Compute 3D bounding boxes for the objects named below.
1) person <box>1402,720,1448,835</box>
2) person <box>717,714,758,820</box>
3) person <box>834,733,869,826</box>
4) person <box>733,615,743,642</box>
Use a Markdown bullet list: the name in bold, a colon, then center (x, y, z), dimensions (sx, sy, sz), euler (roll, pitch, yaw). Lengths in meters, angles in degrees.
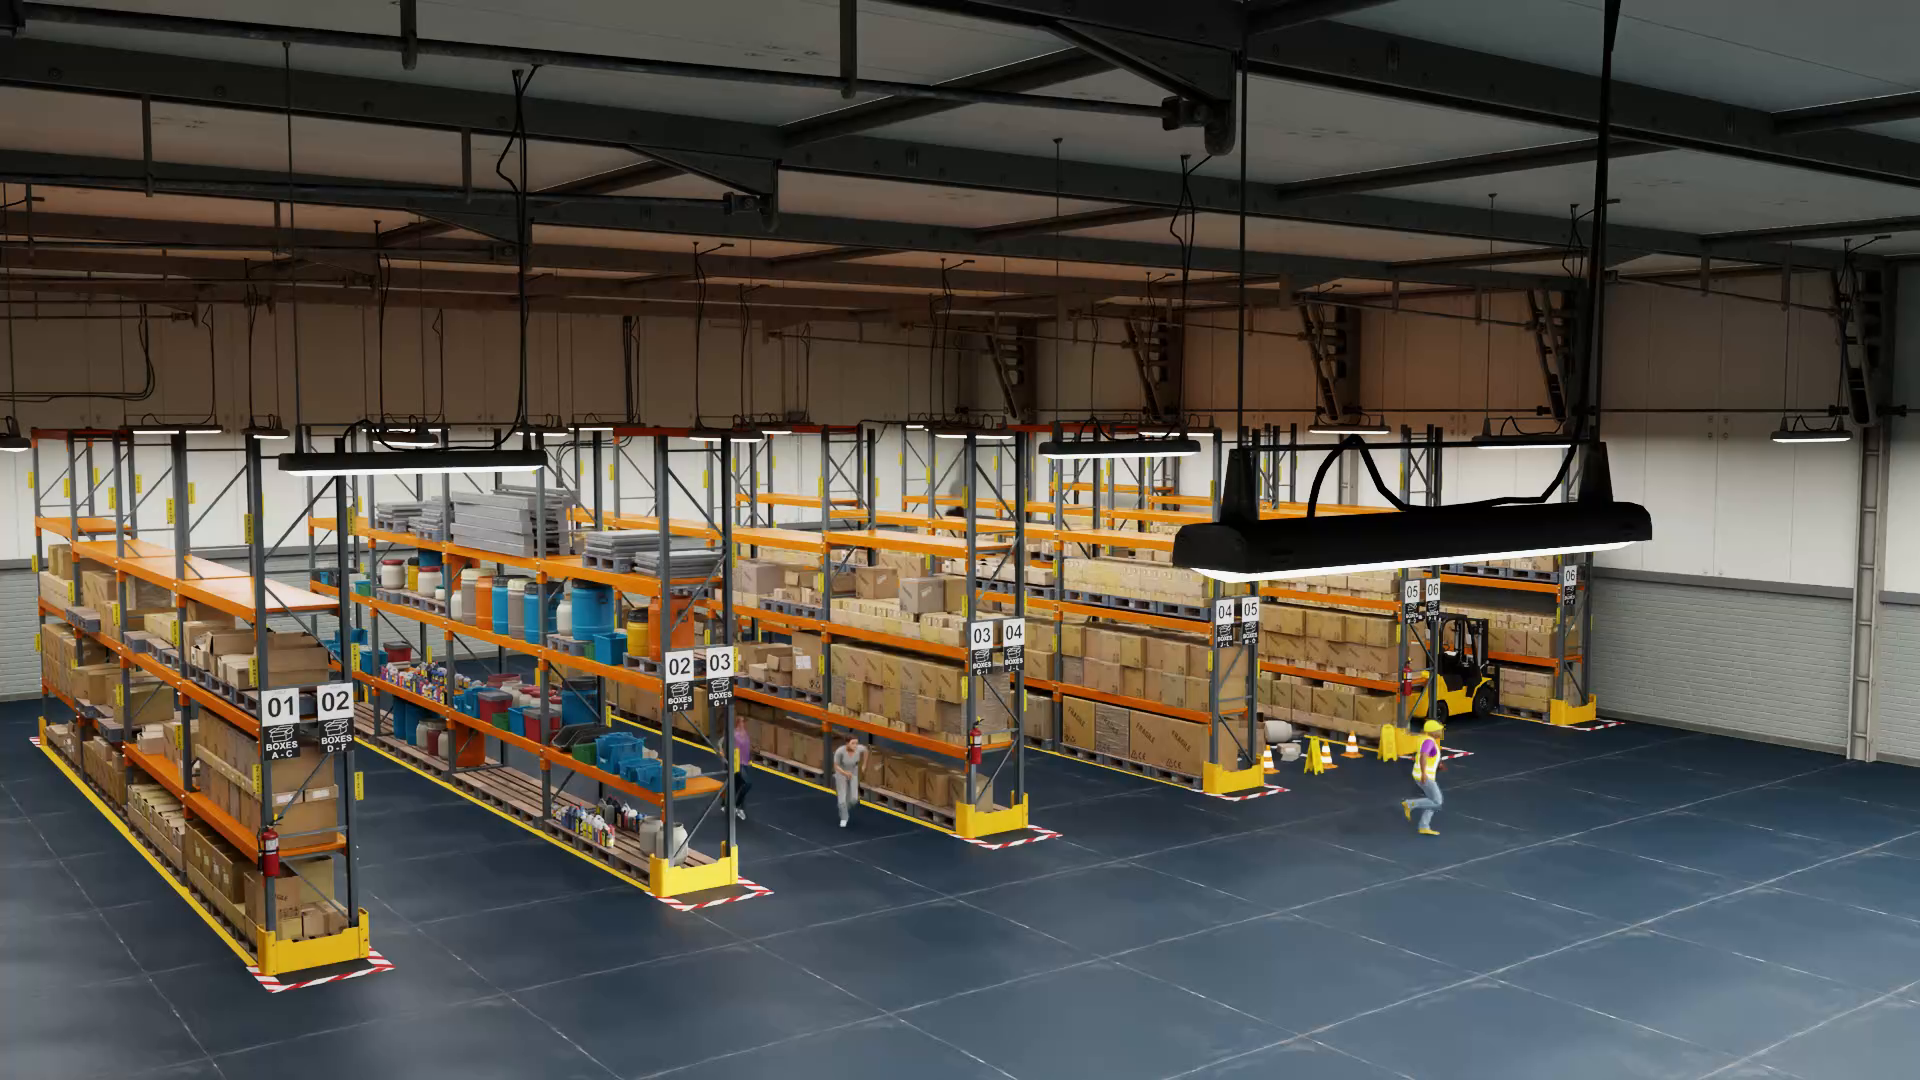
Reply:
- **person**: center (6.941, 3.546, 24.803), dimensions (0.688, 1.714, 0.744), euler (0, 4, 6)
- **person**: center (-3.425, 3.522, 25.767), dimensions (0.688, 1.599, 0.505), euler (2, 5, 23)
- **person**: center (-1.643, 3.617, 25.160), dimensions (0.585, 1.496, 0.766), euler (-2, 5, -19)
- **person**: center (-5.195, 2.527, 38.105), dimensions (0.588, 1.628, 0.758), euler (-4, 6, -40)
